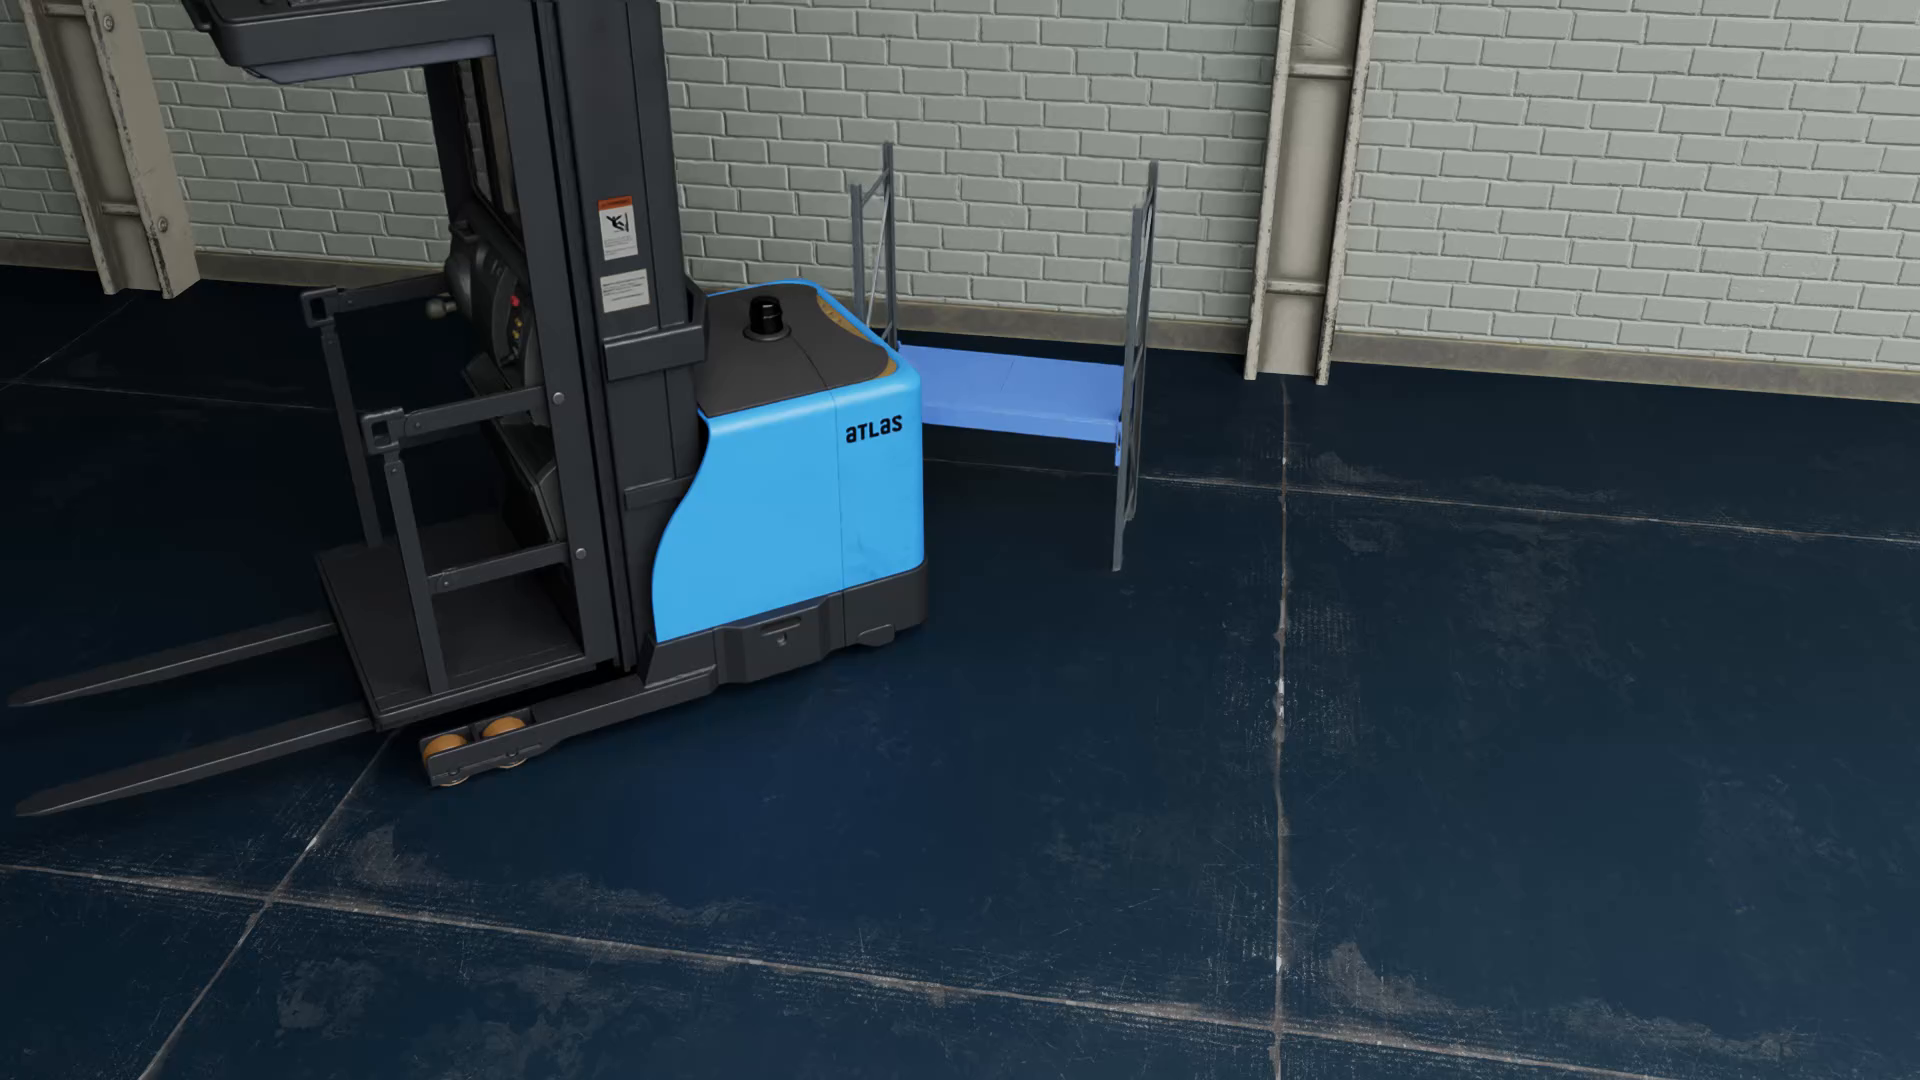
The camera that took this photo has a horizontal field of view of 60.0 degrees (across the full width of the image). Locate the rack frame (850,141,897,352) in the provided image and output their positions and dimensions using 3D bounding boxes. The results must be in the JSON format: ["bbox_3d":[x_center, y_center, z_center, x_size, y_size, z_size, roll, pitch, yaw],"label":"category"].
[{"bbox_3d":[-0.324,-0.759,6.548,0.032,1.500,0.500,7,33,11],"label":"rack frame"}]

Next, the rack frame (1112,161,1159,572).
[{"bbox_3d":[0.668,-0.642,6.363,0.032,1.500,0.500,7,33,11],"label":"rack frame"}]

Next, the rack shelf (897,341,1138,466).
[{"bbox_3d":[0.172,-0.548,6.551,1.000,0.185,0.538,7,33,11],"label":"rack shelf"}]

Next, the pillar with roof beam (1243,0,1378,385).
[{"bbox_3d":[0.858,-2.399,2.101,0.400,9.000,9.100,5,32,8],"label":"pillar with roof beam"}]

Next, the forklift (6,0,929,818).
[{"bbox_3d":[-1.661,-0.756,5.196,3.031,2.935,1.130,-16,35,-24],"label":"forklift"}]

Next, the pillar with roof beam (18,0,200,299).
[{"bbox_3d":[-5.056,-2.935,2.957,0.400,9.000,9.100,5,32,8],"label":"pillar with roof beam"}]

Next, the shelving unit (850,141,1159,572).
[{"bbox_3d":[0.172,-0.701,6.456,1.048,1.500,0.538,7,33,11],"label":"shelving unit"}]
